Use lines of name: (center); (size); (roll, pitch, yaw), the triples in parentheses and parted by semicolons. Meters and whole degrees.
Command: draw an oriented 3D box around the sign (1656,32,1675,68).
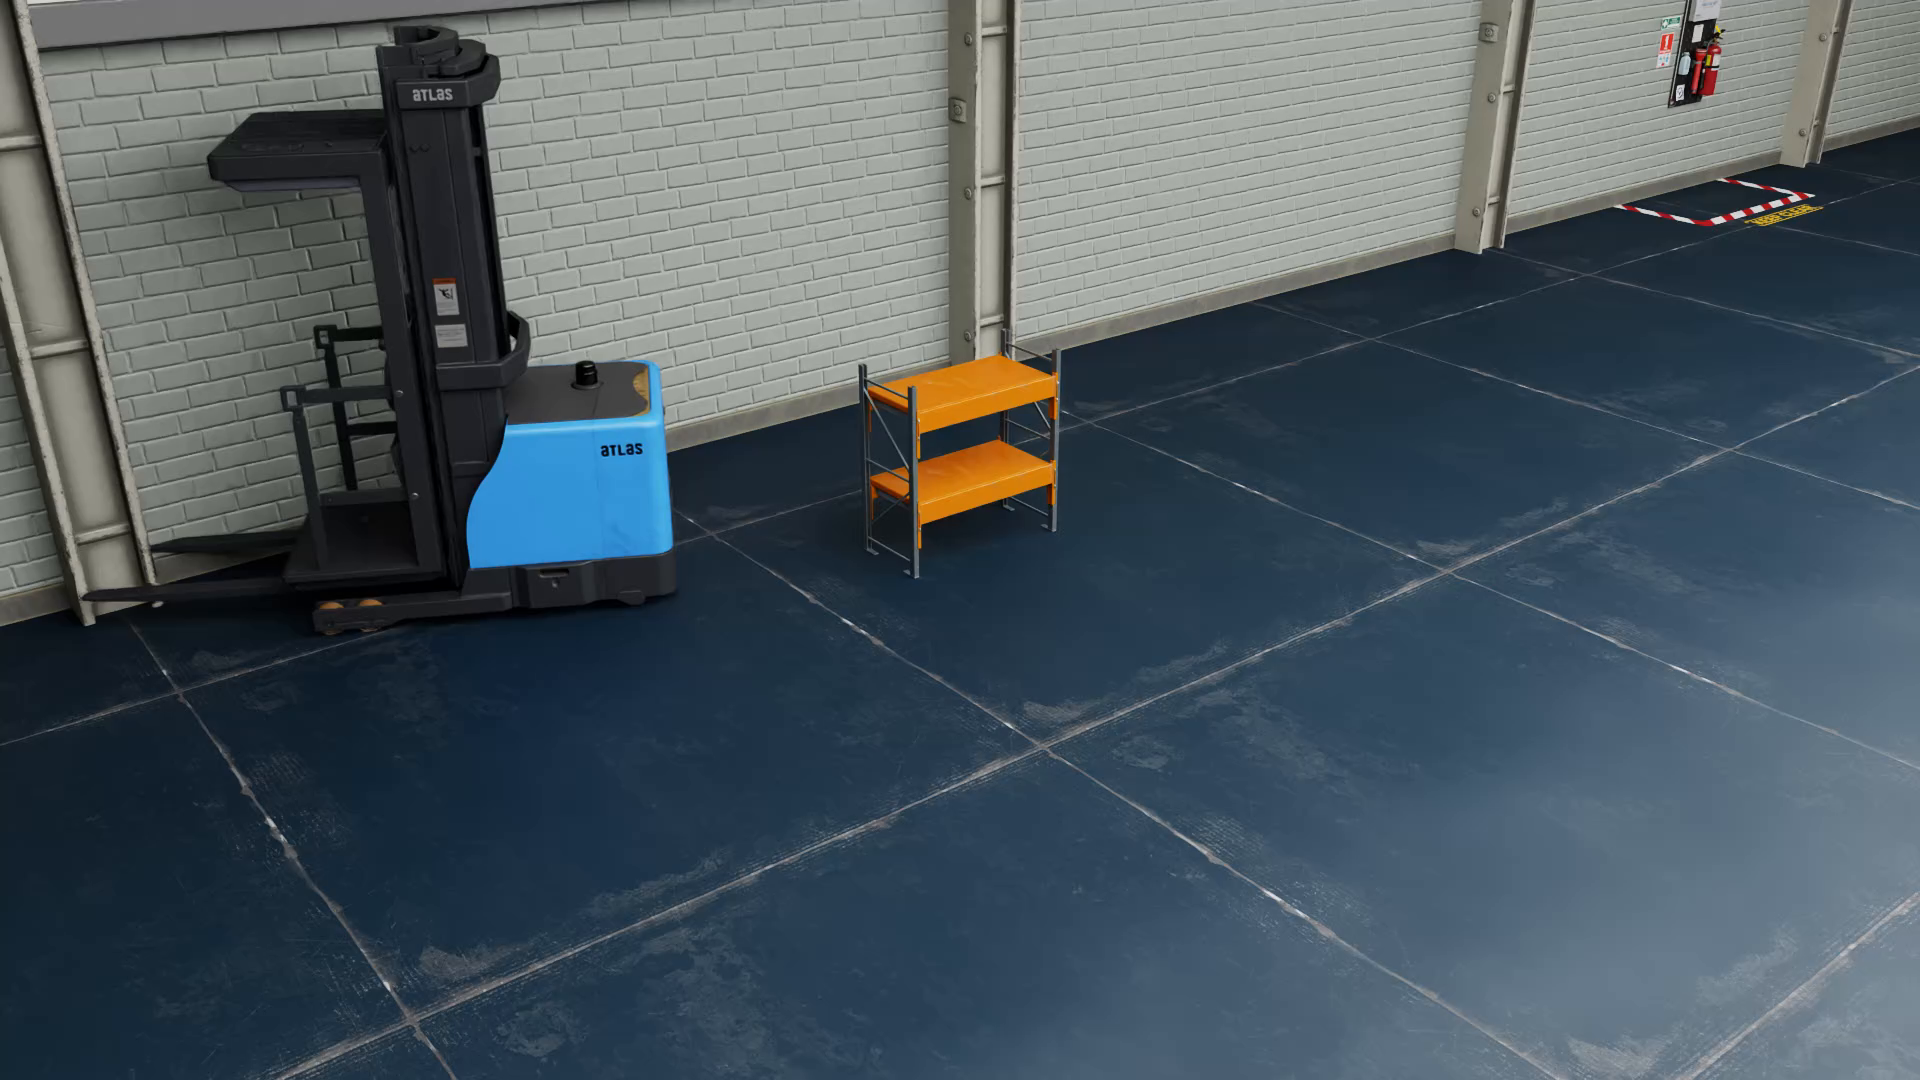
sign: (7.142, -4.961, 16.833); (0.234, 0.329, 0.001); (-18, 31, -34)

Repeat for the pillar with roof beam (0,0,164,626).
pillar with roof beam: (-1.900, -2.303, 4.022); (0.400, 9.000, 9.100); (-18, 31, -34)

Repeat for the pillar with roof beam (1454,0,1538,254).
pillar with roof beam: (7.543, -5.420, 10.739); (0.400, 9.000, 9.100); (-18, 31, -34)

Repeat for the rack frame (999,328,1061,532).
rack frame: (0.405, -0.644, 9.802); (0.032, 1.125, 0.500); (-18, 31, -34)

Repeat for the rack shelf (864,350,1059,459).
rack shelf: (0.005, -0.777, 9.394); (1.000, 0.278, 0.538); (-18, 31, -34)

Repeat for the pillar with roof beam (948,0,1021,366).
pillar with roof beam: (2.822, -3.861, 7.380); (0.400, 9.000, 9.100); (-18, 31, -34)

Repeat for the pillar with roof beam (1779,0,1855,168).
pillar with roof beam: (12.265, -6.978, 14.097); (0.400, 9.000, 9.100); (-18, 31, -34)

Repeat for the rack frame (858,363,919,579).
rack frame: (-0.395, -0.380, 9.232); (0.032, 1.125, 0.500); (-18, 31, -34)

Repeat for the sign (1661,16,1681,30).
sign: (7.151, -5.199, 16.718); (0.331, 0.109, 0.001); (-18, 31, -34)

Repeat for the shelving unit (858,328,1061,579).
shelving unit: (0.005, -0.512, 9.517); (1.048, 1.125, 0.538); (-18, 31, -34)

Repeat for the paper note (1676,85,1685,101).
paper note: (7.458, -4.631, 17.212); (0.142, 0.148, 0.016); (-18, 31, -34)

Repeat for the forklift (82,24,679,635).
forklift: (-3.097, -1.075, 8.585); (3.031, 2.935, 1.130); (-4, 25, -9)

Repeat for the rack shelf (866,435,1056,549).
rack shelf: (0.005, -0.290, 9.620); (1.000, 0.278, 0.538); (-18, 31, -34)

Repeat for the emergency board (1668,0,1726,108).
emergency board: (7.640, -5.054, 17.077); (0.643, 1.169, 0.194); (-18, 31, -34)
